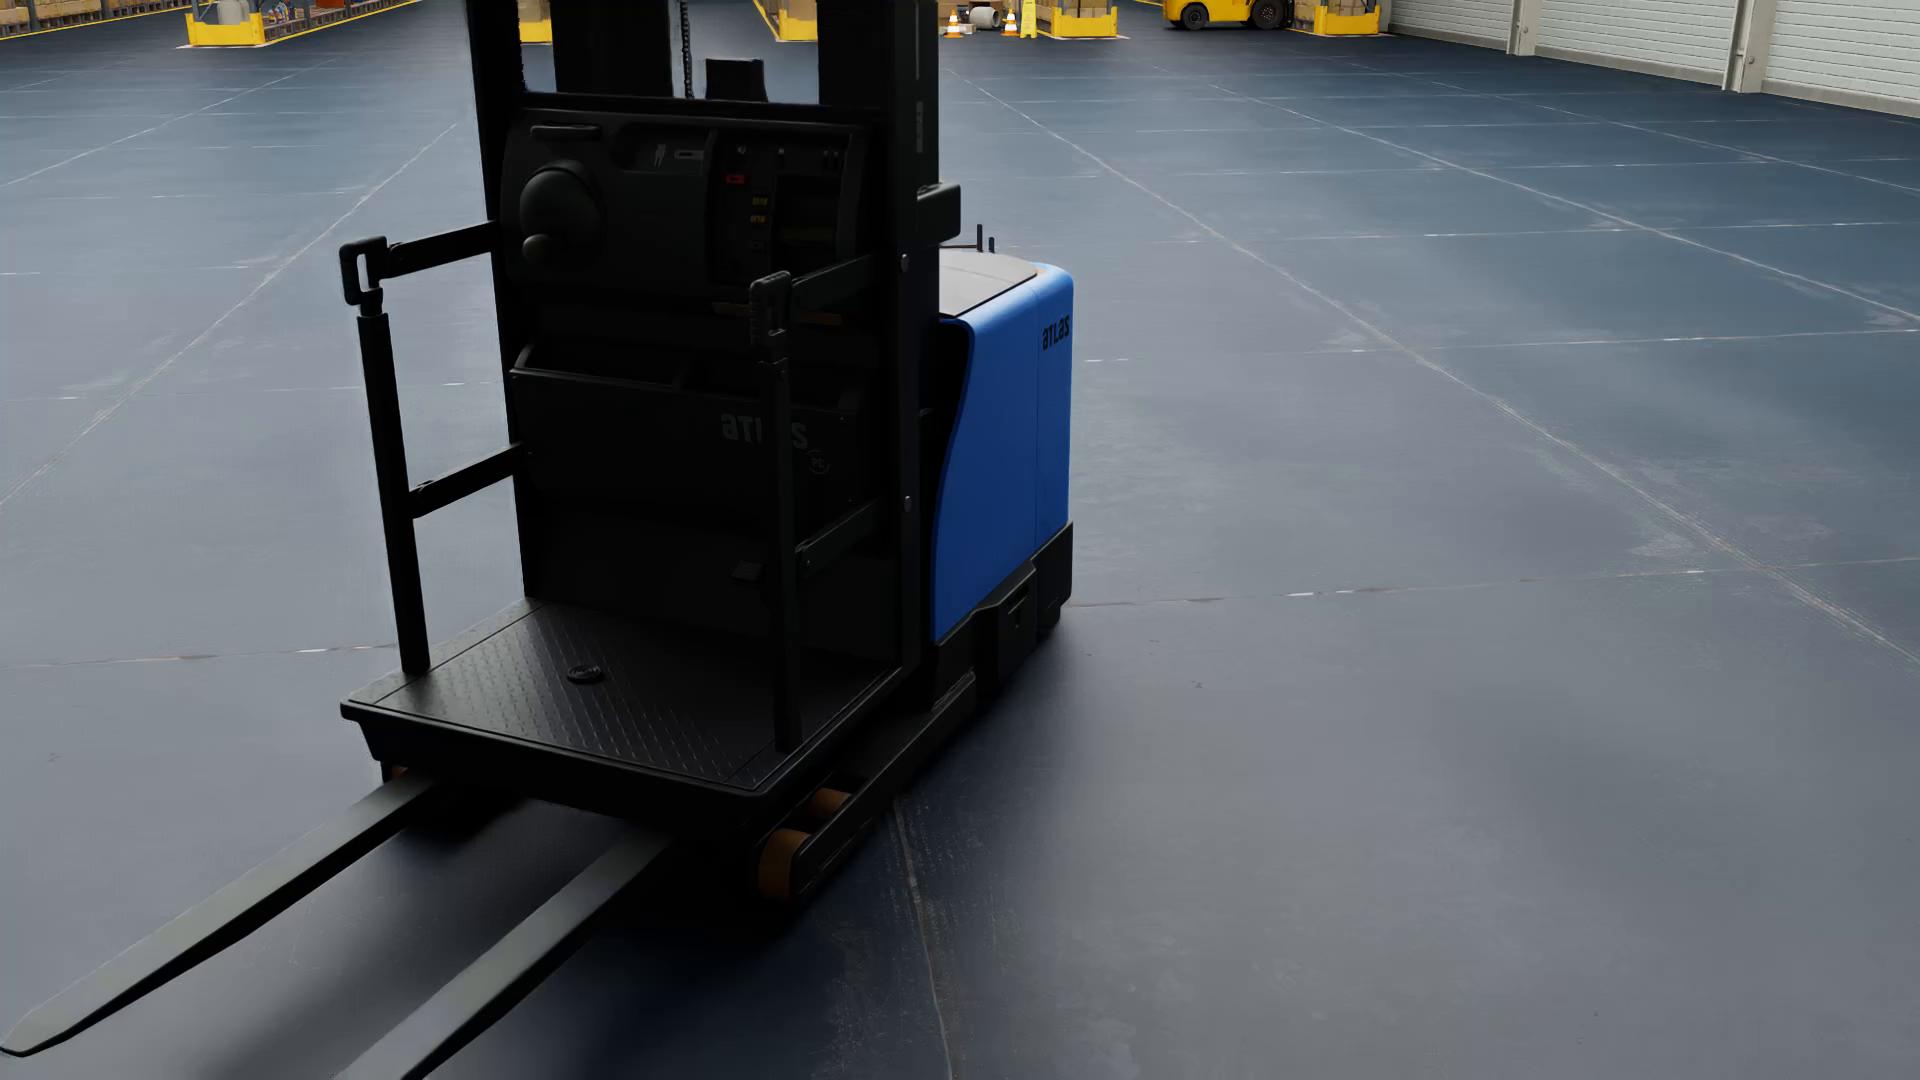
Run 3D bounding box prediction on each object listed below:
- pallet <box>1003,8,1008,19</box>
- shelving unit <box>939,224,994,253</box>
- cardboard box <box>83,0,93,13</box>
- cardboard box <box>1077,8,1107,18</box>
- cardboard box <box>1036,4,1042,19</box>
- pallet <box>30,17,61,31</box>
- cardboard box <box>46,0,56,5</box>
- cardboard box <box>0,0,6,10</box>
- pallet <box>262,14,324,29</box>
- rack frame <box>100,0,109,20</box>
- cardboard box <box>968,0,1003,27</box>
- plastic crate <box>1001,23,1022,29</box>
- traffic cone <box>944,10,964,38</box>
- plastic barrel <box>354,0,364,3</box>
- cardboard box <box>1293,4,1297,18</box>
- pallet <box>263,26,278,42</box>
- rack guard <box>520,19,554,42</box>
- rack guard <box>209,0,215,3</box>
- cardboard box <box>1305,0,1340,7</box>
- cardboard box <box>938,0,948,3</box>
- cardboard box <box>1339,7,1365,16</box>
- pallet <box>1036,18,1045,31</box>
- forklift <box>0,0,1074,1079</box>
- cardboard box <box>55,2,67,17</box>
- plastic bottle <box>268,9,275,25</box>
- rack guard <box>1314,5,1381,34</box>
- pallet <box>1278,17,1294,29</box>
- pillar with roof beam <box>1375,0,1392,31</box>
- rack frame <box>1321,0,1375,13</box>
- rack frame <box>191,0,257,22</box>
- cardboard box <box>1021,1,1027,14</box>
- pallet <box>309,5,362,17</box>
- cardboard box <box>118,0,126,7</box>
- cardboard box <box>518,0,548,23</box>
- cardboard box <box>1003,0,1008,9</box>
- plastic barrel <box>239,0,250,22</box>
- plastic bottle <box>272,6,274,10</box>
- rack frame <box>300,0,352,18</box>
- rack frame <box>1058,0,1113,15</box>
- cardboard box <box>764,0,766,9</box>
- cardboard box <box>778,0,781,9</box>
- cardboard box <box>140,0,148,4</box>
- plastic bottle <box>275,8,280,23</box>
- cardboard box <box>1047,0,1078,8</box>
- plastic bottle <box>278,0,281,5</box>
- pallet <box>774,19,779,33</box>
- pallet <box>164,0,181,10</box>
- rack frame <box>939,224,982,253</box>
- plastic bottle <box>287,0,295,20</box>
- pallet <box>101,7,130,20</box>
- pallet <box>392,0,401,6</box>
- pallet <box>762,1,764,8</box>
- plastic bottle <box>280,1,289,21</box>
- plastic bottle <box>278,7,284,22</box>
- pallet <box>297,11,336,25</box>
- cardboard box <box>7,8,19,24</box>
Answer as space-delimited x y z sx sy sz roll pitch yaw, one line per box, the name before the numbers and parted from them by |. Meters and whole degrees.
pallet | 1.404 -11.366 35.846 1.003 0.211 1.213 -3 21 -8
shelving unit | -0.008 -0.510 5.582 0.215 1.050 0.252 -3 21 -8
cardboard box | -18.095 -10.927 34.014 0.500 0.250 0.500 -3 21 -8
cardboard box | 2.431 -9.796 30.988 0.500 0.250 0.500 -3 21 -8
cardboard box | 1.743 -10.130 31.881 0.500 0.250 0.500 -4 21 -10
pallet | -18.058 -9.928 31.996 1.003 0.211 1.213 -3 21 -8
cardboard box | -17.793 -10.482 32.021 0.500 0.311 0.500 -3 21 -8
cardboard box | -17.494 -9.745 29.778 0.500 0.500 0.500 -3 21 -8
pallet | -13.163 -10.193 32.706 1.003 0.211 1.213 -3 21 -8
rack frame | -18.490 -12.366 34.538 1.000 3.000 0.127 -3 21 -8
cardboard box | 0.505 -10.370 32.763 0.500 0.500 0.500 12 24 29
plastic crate | 1.112 -10.027 32.448 0.402 0.080 0.583 -11 23 -26
traffic cone | -0.114 -9.316 29.998 0.336 0.463 0.334 -3 21 -8
plastic barrel | -14.000 -12.779 38.042 0.600 0.901 0.708 -3 21 -8
cardboard box | 6.679 -10.248 32.196 0.500 0.250 0.500 -3 21 -7
pallet | -12.604 -8.844 29.094 1.003 0.211 1.213 -3 21 -8
rack guard | -7.544 -8.950 28.964 1.175 0.500 0.348 -3 21 -8
rack guard | -19.632 -13.939 42.321 1.175 0.500 0.348 -3 21 -8
cardboard box | 6.805 -10.142 31.198 0.500 0.250 0.500 -3 21 -8
cardboard box | -0.628 -10.292 32.360 0.797 0.637 0.503 -3 21 -8
cardboard box | 7.307 -9.935 31.358 0.500 0.250 0.500 -3 21 -8
pallet | 2.008 -10.019 32.239 1.003 0.211 1.213 -3 21 -8
forklift | -0.711 -0.751 3.538 1.130 2.935 3.031 9 22 22
cardboard box | -17.876 -10.398 32.599 0.500 0.250 0.500 -4 21 -9
plastic bottle | -12.387 -9.416 29.911 0.097 0.271 0.097 0 20 0
rack guard | 7.188 -9.667 30.884 1.175 0.500 0.348 -3 21 -8
pallet | 6.860 -10.224 32.788 1.003 0.211 1.213 -3 21 -8
pillar with roof beam | 3.716 -13.726 29.605 9.100 9.000 0.400 -3 21 -8
rack frame | 7.185 -10.846 30.469 1.000 3.000 0.127 -3 21 -8
rack frame | -12.434 -9.845 27.788 1.000 3.000 0.127 -3 21 -8
cardboard box | 1.515 -10.670 33.327 0.500 0.250 0.500 -4 21 -10
pallet | -13.742 -11.579 36.417 1.003 0.211 1.213 -3 21 -8
cardboard box | -18.354 -11.754 35.844 0.500 0.500 0.500 -4 21 -10
cardboard box | -7.607 -9.337 29.402 0.500 0.500 0.500 1 20 2
cardboard box | 1.410 -11.616 35.685 0.950 0.372 0.625 -2 21 -6
plastic barrel | -12.677 -9.274 29.214 0.421 0.512 0.421 0 20 0
plastic bottle | -12.644 -9.715 30.693 0.061 0.283 0.133 -3 21 -8
rack frame | -13.588 -12.615 35.204 1.000 3.000 0.127 -3 21 -8
rack frame | 2.273 -10.594 29.795 1.000 3.000 0.127 -3 21 -8
cardboard box | -3.635 -11.705 35.382 1.050 0.750 0.750 -3 21 -7
cardboard box | -2.902 -10.047 30.766 0.875 0.875 0.875 -3 21 -9
cardboard box | -18.577 -12.285 37.264 0.500 0.500 0.500 -3 21 -7
plastic bottle | -12.437 -9.535 30.229 0.097 0.271 0.097 0 20 0
cardboard box | 1.900 -10.119 30.779 0.500 0.500 0.500 -3 21 -7
plastic bottle | -12.776 -9.979 31.305 0.144 0.351 0.185 -3 21 -8
pallet | -2.976 -9.698 31.380 1.003 0.211 1.213 -3 21 -8
pallet | -19.164 -12.682 39.371 1.003 0.211 1.213 -3 21 -8
rack frame | -0.025 -0.553 5.695 0.200 1.050 0.008 -3 21 -8
plastic bottle | -12.633 -9.986 31.324 0.144 0.351 0.185 -3 21 -9
pallet | -18.560 -11.320 35.723 1.003 0.211 1.213 -3 21 -8
pallet | -14.488 -13.369 41.210 1.003 0.211 1.213 -3 21 -8
pallet | -4.226 -12.889 39.923 1.003 0.211 1.213 -3 21 -8
plastic bottle | -12.559 -9.808 30.847 0.144 0.351 0.185 -3 21 -8
plastic bottle | -12.480 -9.640 30.509 0.097 0.271 0.097 0 20 0
pallet | -13.342 -10.617 33.840 1.003 0.211 1.213 -3 21 -8
cardboard box | -17.568 -9.567 30.373 0.500 0.250 0.500 -3 21 -8
